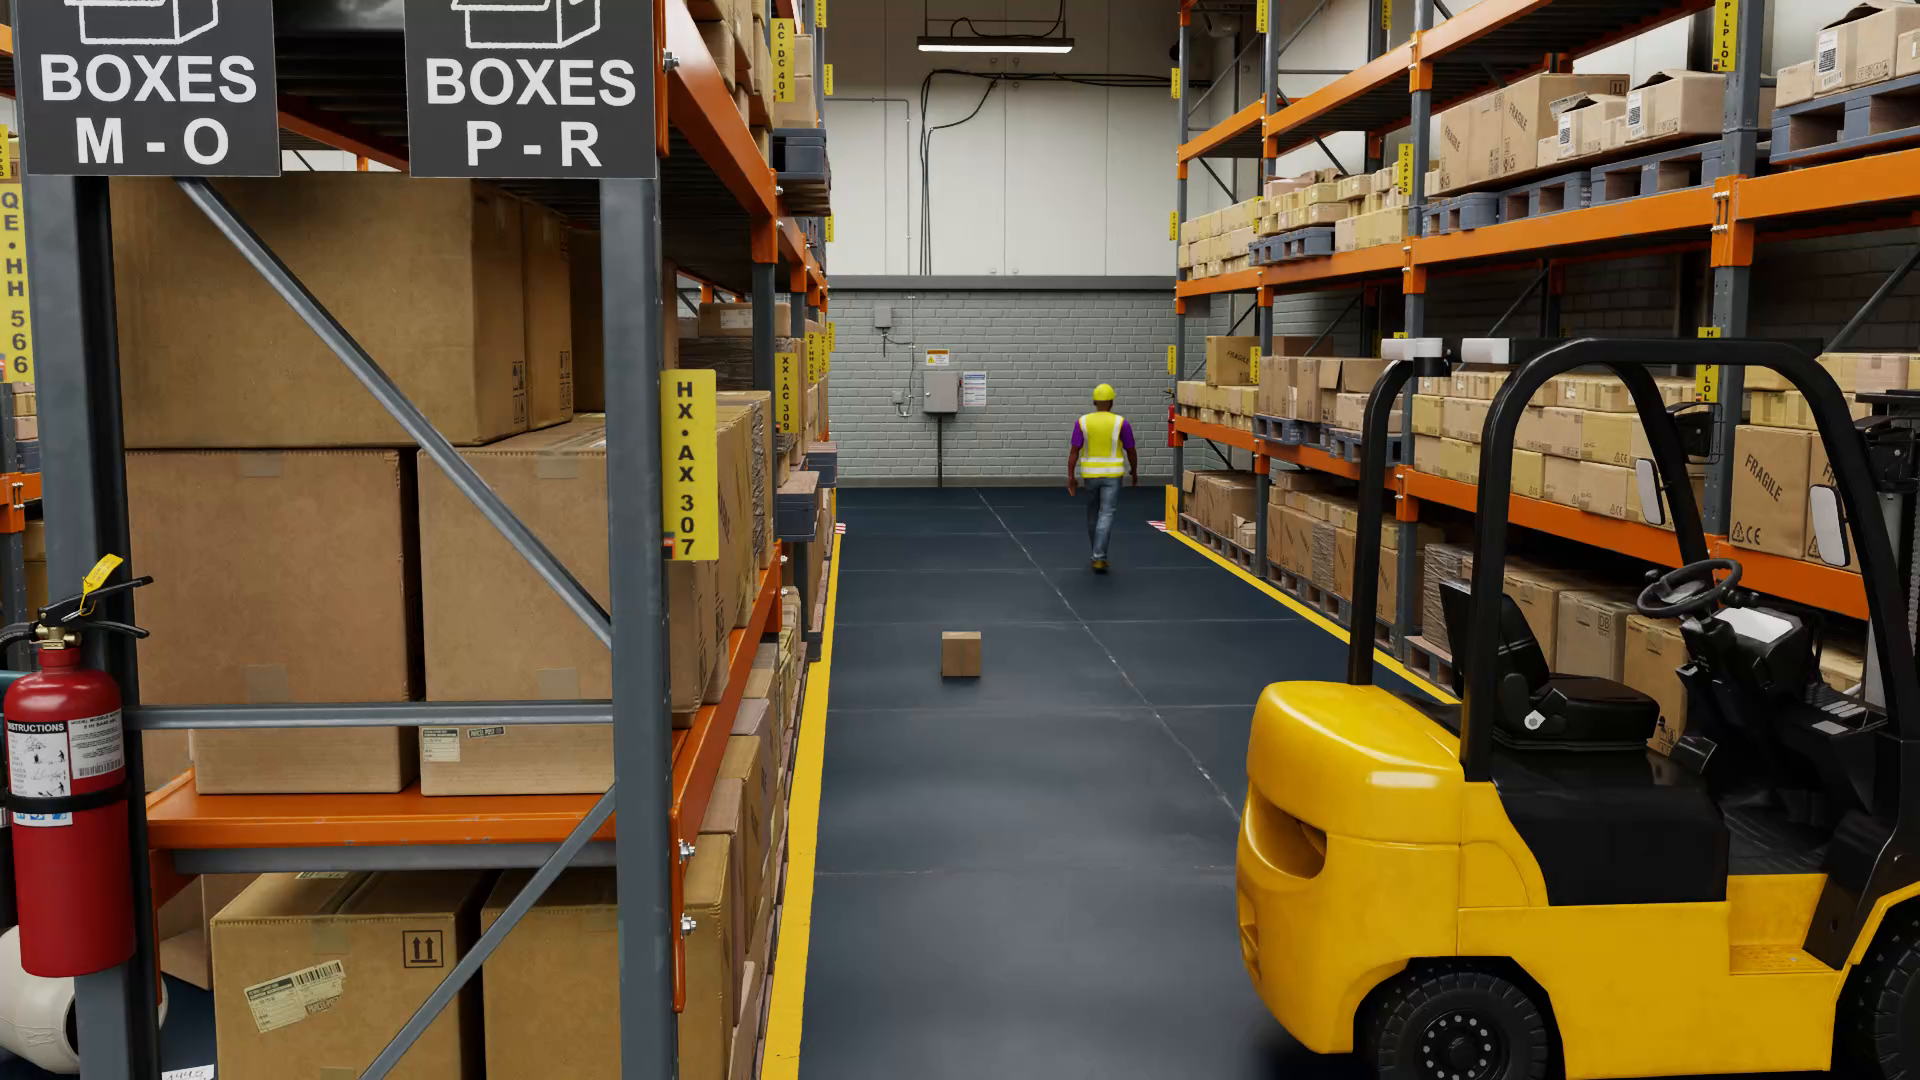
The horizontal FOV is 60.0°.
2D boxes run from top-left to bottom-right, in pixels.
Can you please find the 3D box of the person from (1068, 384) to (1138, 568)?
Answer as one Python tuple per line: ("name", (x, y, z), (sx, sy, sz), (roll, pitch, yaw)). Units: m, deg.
("person", (1.392, -0.633, 15.834), (0.609, 1.708, 1.010), (2, 7, 20))
